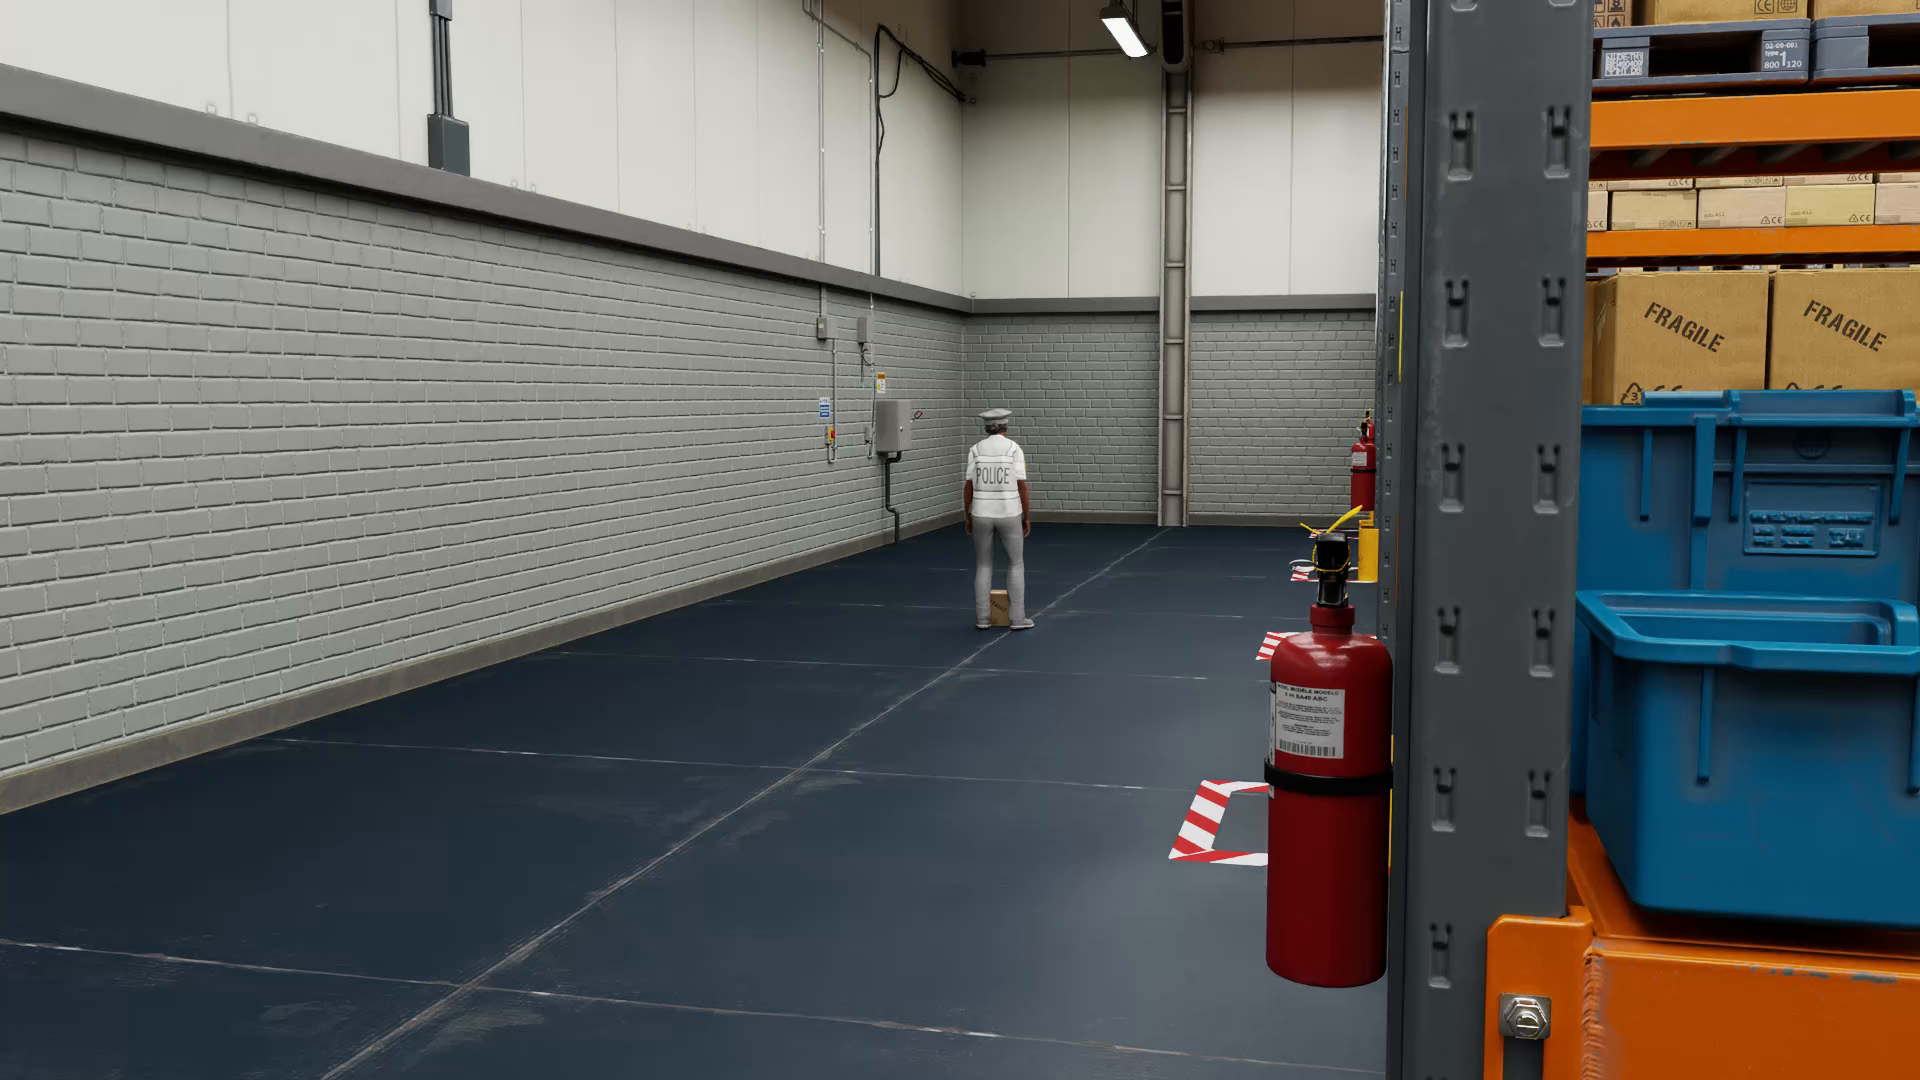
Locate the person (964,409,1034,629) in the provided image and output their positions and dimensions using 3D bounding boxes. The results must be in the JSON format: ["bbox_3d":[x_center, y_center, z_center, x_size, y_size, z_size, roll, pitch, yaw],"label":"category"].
[{"bbox_3d":[0.291,-0.155,12.585,0.520,1.657,0.399,1,5,12],"label":"person"}]
